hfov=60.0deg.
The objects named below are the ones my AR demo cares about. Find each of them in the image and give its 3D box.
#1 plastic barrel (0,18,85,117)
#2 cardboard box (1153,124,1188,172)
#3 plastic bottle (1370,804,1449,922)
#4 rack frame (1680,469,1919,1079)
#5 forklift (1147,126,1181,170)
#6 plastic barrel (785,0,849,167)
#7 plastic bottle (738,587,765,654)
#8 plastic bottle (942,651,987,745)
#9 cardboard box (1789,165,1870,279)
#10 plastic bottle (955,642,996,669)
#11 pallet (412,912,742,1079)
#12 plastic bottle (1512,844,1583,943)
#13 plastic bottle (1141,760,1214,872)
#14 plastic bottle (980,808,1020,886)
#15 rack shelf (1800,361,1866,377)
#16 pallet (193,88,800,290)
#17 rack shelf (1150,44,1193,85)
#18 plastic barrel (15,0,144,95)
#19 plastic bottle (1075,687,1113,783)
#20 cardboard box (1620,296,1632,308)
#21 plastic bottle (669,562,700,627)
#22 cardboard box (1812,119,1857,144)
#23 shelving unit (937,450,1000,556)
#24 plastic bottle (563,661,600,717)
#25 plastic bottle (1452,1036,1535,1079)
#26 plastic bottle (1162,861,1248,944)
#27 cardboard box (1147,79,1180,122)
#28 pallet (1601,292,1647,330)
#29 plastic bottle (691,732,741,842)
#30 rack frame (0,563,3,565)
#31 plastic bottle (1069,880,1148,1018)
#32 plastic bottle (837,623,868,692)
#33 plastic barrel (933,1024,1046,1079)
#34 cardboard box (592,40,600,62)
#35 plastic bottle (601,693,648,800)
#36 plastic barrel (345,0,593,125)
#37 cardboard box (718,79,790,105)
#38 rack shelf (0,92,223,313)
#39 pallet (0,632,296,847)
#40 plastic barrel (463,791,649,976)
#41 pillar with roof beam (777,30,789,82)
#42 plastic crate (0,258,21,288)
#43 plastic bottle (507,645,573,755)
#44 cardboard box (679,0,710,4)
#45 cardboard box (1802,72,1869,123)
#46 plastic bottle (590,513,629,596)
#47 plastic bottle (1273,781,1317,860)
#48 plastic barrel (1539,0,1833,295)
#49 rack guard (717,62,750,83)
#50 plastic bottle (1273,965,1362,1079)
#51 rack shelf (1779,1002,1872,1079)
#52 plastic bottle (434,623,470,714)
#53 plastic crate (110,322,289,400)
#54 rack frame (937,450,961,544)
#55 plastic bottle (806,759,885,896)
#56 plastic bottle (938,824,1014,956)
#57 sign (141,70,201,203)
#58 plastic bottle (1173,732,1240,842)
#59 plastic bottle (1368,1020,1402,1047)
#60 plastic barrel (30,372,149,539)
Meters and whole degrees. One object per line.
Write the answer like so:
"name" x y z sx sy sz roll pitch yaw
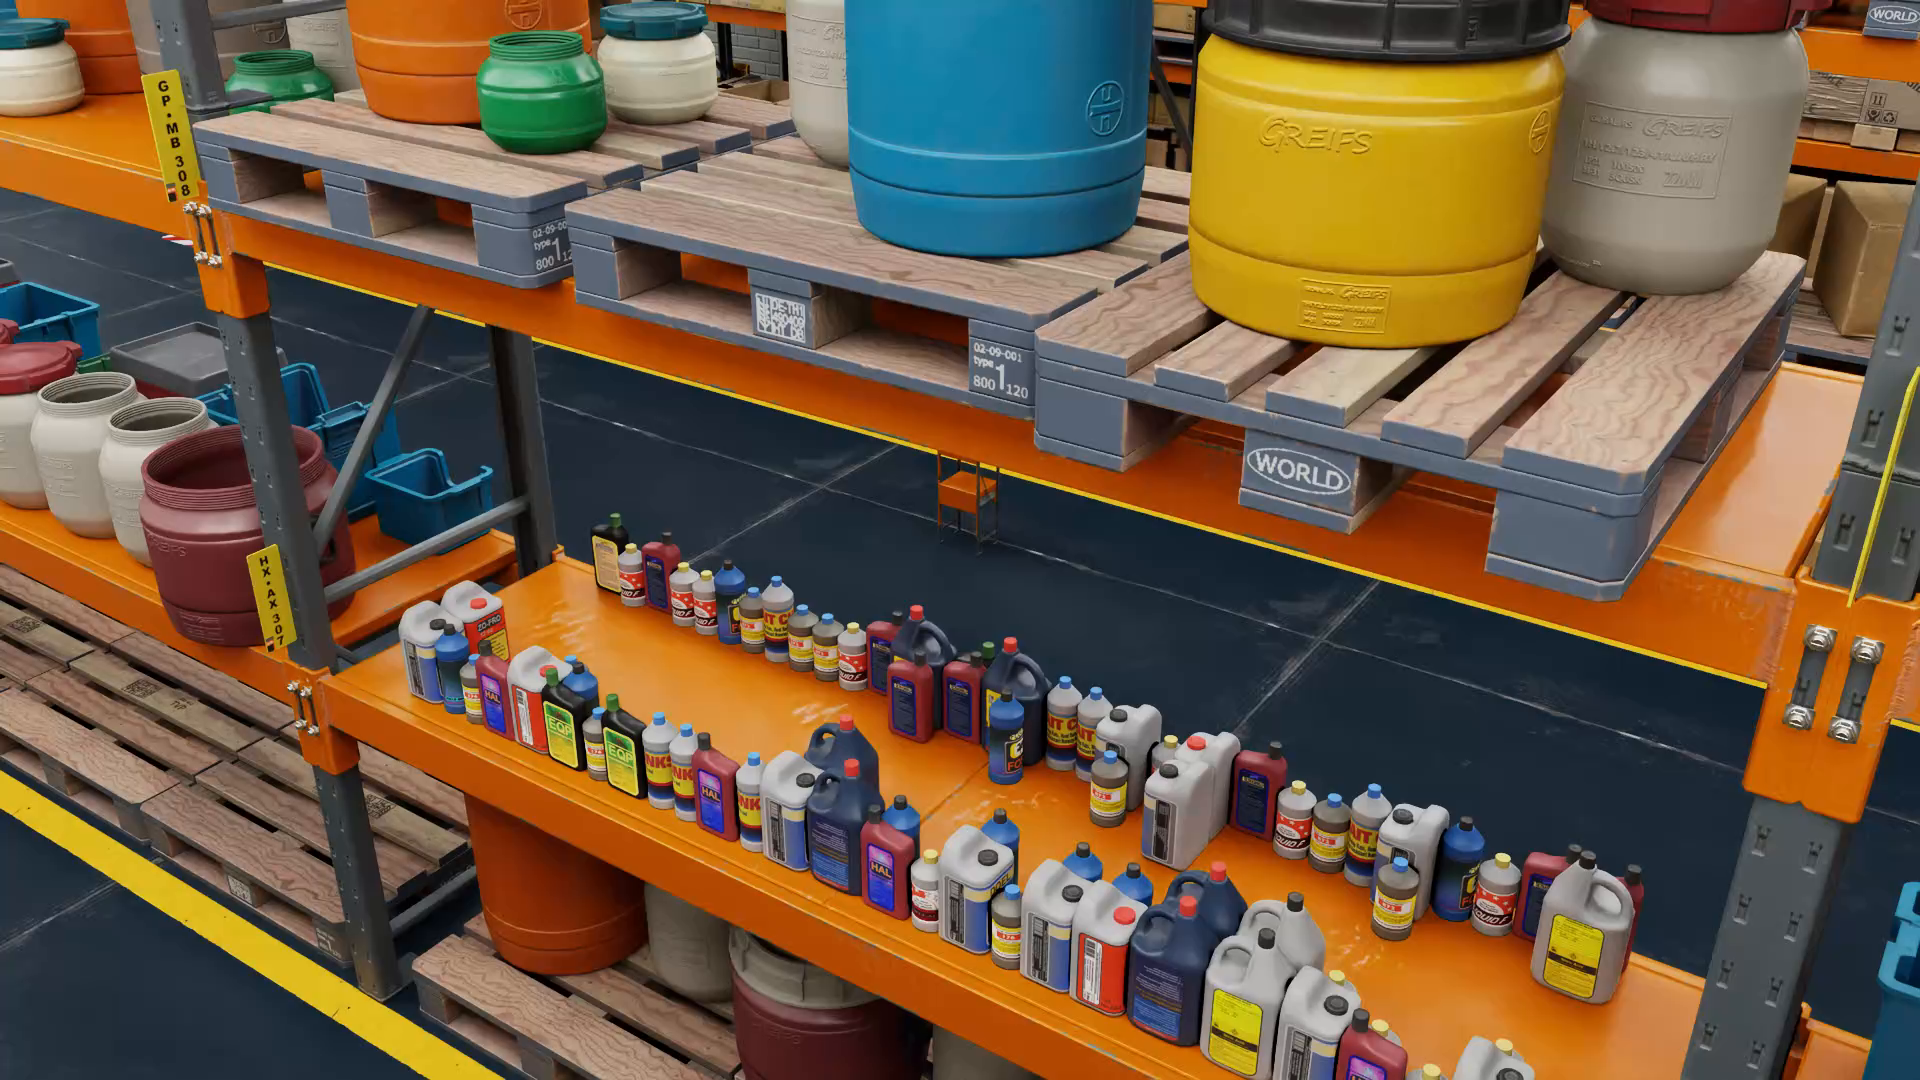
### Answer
"plastic barrel" -2.909 -1.475 5.185 0.301 0.262 0.301 0 27 0
"cardboard box" 2.051 -3.330 14.258 0.500 0.500 0.700 18 32 31
"plastic bottle" 1.101 0.767 4.072 0.135 0.276 0.152 17 32 30
"rack frame" 1.568 1.067 3.346 0.127 3.000 1.000 17 32 30
"forklift" 0.937 -2.750 10.923 3.031 2.935 1.130 17 31 30
"plastic barrel" -0.182 -1.146 3.774 0.433 0.535 0.433 0 27 0
"plastic bottle" -0.638 0.244 5.183 0.097 0.201 0.097 0 27 0
"plastic bottle" 0.016 0.434 4.718 0.133 0.283 0.061 17 32 30
"cardboard box" 5.834 -2.211 11.695 0.750 0.750 0.750 18 32 32
"plastic bottle" 0.051 0.412 4.763 0.133 0.283 0.061 17 32 30
"pallet" -1.055 1.470 5.629 1.213 0.211 1.003 17 32 30
"plastic bottle" 1.398 0.831 3.938 0.133 0.283 0.061 17 32 30
"plastic bottle" 0.553 0.680 4.243 0.135 0.276 0.152 17 32 30
"plastic bottle" 0.097 0.775 4.061 0.097 0.271 0.097 0 27 0
"rack shelf" 2.727 -0.977 8.155 4.000 0.370 1.077 17 32 30
"pallet" -1.154 -0.980 4.269 1.213 0.211 1.003 17 32 30
"rack shelf" 2.232 -3.857 13.815 4.000 0.370 1.077 17 32 30
"plastic barrel" -2.822 -1.948 5.490 0.708 0.830 0.600 17 32 30
"plastic bottle" 0.368 0.526 4.551 0.097 0.271 0.097 0 27 0
"cardboard box" 2.885 -1.446 7.711 0.500 0.500 0.700 9 28 18
"plastic bottle" -0.879 0.169 5.331 0.097 0.201 0.097 0 27 0
"cardboard box" 5.914 -2.787 11.175 0.250 0.149 0.380 17 32 30
"shelving unit" 0.044 -0.454 8.485 0.252 1.050 0.215 17 32 30
"plastic bottle" -1.059 0.465 4.670 0.097 0.271 0.097 0 27 0
"plastic bottle" 1.060 1.142 3.335 0.135 0.276 0.152 17 32 30
"plastic bottle" 0.555 0.874 3.780 0.185 0.351 0.144 17 32 30
"cardboard box" 1.564 -3.813 14.379 0.500 0.250 0.500 17 31 29
"pallet" 2.684 -1.228 8.067 1.213 0.211 1.003 17 32 30
"plastic bottle" -0.629 0.638 4.318 0.133 0.283 0.061 17 32 30
"rack frame" -5.026 -0.987 7.383 0.127 3.000 1.000 17 32 30
"plastic bottle" 0.344 0.919 3.774 0.135 0.276 0.152 17 32 30
"plastic bottle" -0.317 0.344 4.987 0.097 0.201 0.097 0 27 0
"plastic barrel" 0.131 1.482 4.810 0.421 0.512 0.421 0 27 0
"cardboard box" -2.564 -3.161 10.830 0.250 0.149 0.380 17 32 30
"plastic bottle" -0.899 0.553 4.484 0.133 0.283 0.061 17 32 30
"plastic barrel" -1.263 -1.529 4.203 0.708 0.830 0.600 17 32 30
"cardboard box" -1.160 -2.544 10.332 0.500 0.500 0.500 20 33 34
"rack shelf" -3.377 -1.490 5.856 4.000 0.370 1.077 17 32 30
"pallet" -3.347 0.756 7.032 1.213 0.211 1.003 17 32 30
"plastic barrel" -1.316 0.939 5.527 0.708 0.830 0.600 17 32 30
"pillar with roof beam" -4.085 -6.926 12.438 0.400 9.000 9.100 17 32 30
"plastic crate" -4.454 -1.006 7.349 0.583 0.464 0.402 17 32 30
"plastic bottle" -1.174 0.446 4.703 0.135 0.276 0.152 17 32 30
"cardboard box" -2.492 -5.416 16.229 0.500 0.250 0.500 16 31 29
"cardboard box" 5.819 -3.107 11.087 0.500 0.500 0.500 17 32 30
"plastic bottle" -1.154 0.036 5.500 0.133 0.283 0.061 17 32 30
"plastic bottle" 0.860 0.710 4.266 0.097 0.201 0.097 0 27 0
"plastic barrel" 1.276 -0.746 2.989 0.433 0.535 0.433 0 27 0
"rack guard" -2.651 -4.585 17.208 0.348 0.500 1.175 17 32 30
"plastic bottle" 0.759 1.048 3.520 0.135 0.276 0.152 17 32 30
"rack shelf" 3.217 1.901 2.500 4.000 0.370 1.077 17 32 30
"plastic bottle" -1.475 0.369 4.859 0.097 0.271 0.097 0 27 0
"plastic crate" -2.888 -0.518 6.390 0.583 0.464 0.402 17 32 30
"rack frame" -0.056 -0.485 8.546 0.008 1.050 0.200 17 32 30
"plastic bottle" -0.283 0.693 4.136 0.185 0.351 0.144 17 32 30
"plastic bottle" 0.041 0.825 3.959 0.135 0.276 0.152 17 32 30
"sign" -2.035 -1.043 4.300 0.005 0.325 0.100 17 32 30
"plastic bottle" 0.639 0.623 4.355 0.135 0.276 0.152 17 32 30
"plastic bottle" 0.874 1.099 3.503 0.097 0.201 0.097 0 27 0
"plastic barrel" -3.045 -0.302 5.914 0.421 0.512 0.421 0 27 0
